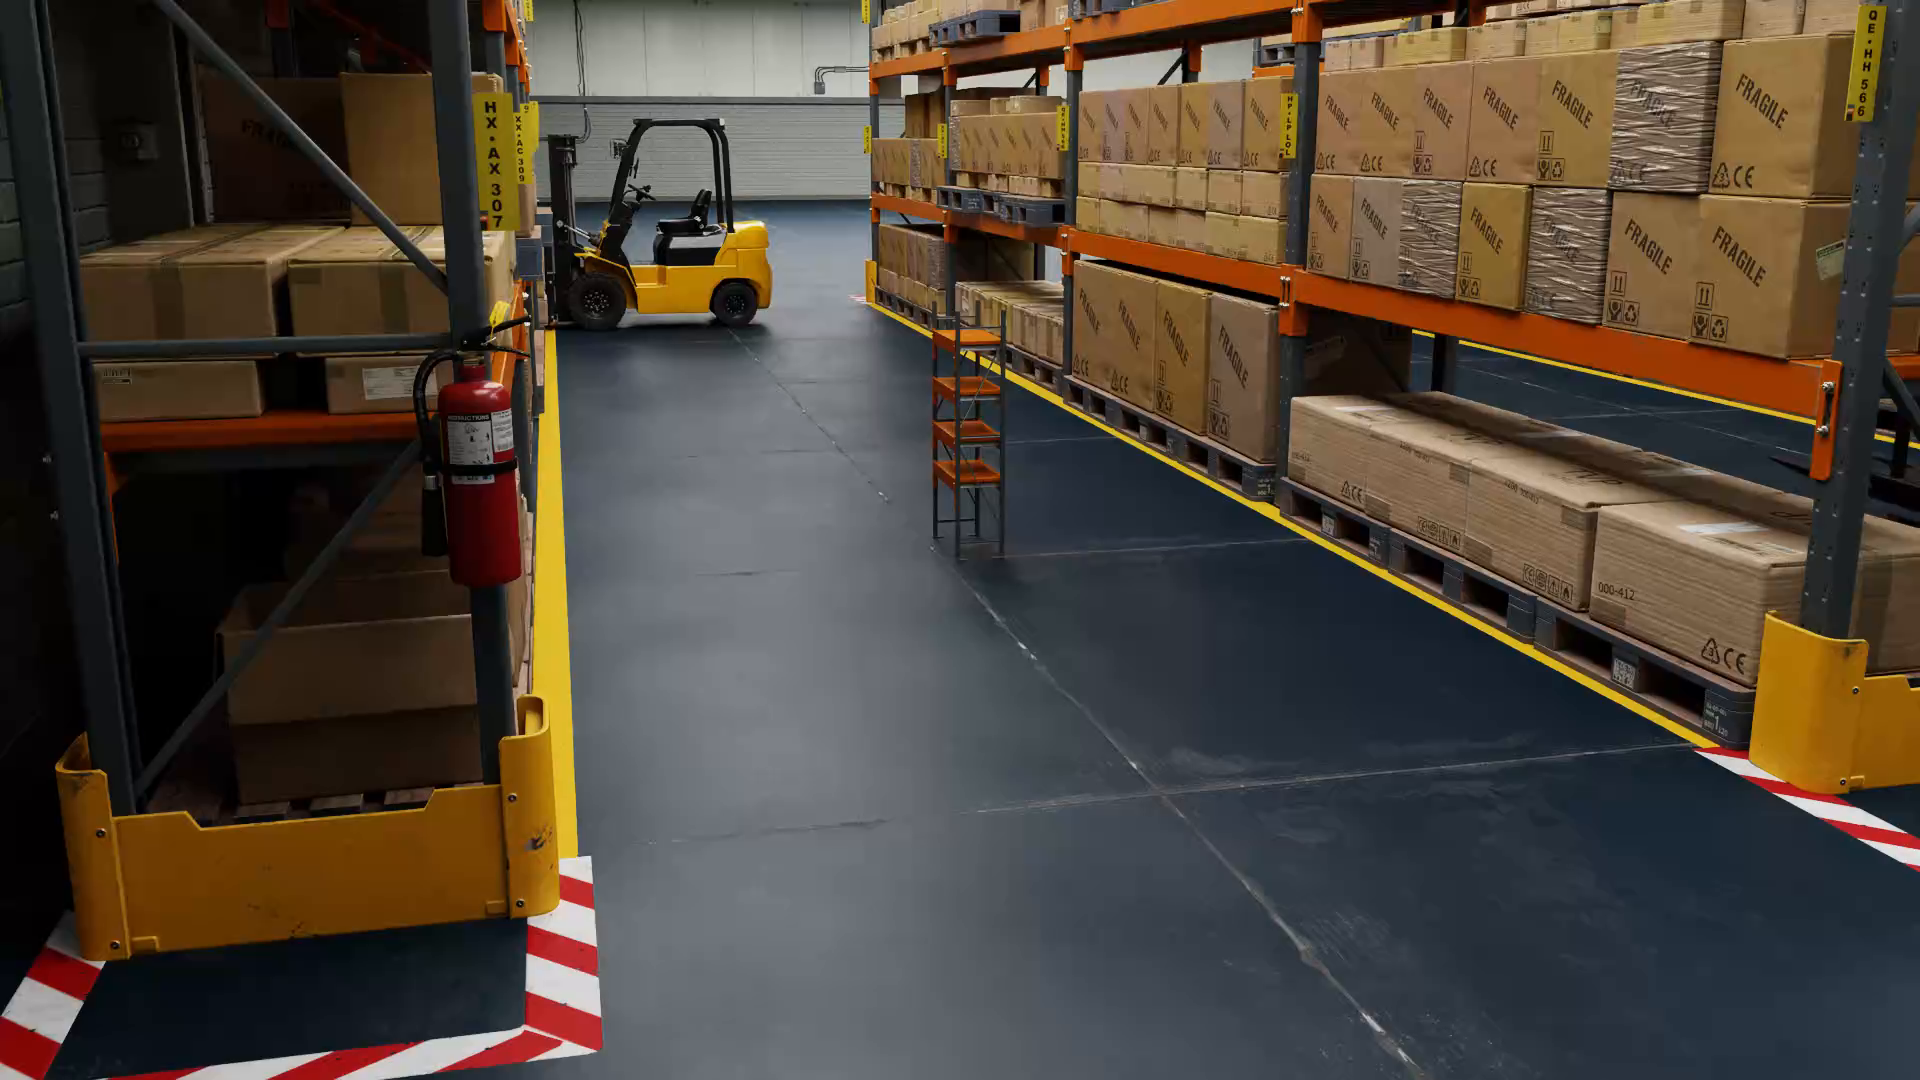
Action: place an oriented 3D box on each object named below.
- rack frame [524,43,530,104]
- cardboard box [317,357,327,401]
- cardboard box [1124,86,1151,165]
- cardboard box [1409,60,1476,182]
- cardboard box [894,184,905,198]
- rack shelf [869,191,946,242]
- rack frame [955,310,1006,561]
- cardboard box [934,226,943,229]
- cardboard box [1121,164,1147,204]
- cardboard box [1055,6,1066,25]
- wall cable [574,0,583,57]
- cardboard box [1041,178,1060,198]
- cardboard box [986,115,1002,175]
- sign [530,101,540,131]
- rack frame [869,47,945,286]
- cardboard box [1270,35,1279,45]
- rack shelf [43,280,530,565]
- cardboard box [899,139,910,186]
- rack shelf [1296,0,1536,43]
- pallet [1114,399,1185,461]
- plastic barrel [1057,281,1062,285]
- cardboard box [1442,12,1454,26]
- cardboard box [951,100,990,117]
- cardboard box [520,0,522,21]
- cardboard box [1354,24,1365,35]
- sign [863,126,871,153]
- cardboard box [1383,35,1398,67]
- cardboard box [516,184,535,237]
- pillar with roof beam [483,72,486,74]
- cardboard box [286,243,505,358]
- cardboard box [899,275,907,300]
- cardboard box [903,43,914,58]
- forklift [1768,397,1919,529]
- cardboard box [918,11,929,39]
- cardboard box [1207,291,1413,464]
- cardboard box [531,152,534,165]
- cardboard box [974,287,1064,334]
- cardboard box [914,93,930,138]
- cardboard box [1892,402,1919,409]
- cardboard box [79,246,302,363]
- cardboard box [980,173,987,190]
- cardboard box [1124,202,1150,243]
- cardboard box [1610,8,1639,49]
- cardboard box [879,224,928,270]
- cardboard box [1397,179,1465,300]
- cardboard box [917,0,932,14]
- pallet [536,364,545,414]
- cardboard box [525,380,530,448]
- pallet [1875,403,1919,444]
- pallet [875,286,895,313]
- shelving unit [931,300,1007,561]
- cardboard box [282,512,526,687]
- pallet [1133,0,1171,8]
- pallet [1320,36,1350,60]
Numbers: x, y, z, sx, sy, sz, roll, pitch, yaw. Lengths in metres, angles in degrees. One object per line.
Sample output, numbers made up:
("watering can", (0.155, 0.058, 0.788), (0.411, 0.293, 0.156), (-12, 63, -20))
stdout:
("rack frame", (-5.407, -4.151, 19.098), (1.000, 3.000, 0.127), (-3, 14, -13))
("cardboard box", (-1.564, -0.485, 4.622), (0.380, 0.149, 0.250), (-3, 14, -12))
("cardboard box", (1.407, -2.756, 11.070), (0.500, 0.500, 0.500), (-3, 14, -12))
("cardboard box", (2.334, -1.836, 7.303), (0.500, 0.500, 0.500), (-3, 14, -12))
("cardboard box", (-0.539, -3.975, 18.905), (0.380, 0.149, 0.250), (-3, 14, -12))
("rack shelf", (-0.113, -3.618, 18.431), (1.077, 0.370, 4.000), (-3, 14, -13))
("rack frame", (0.096, -0.488, 7.898), (0.240, 1.200, 0.015), (-3, 14, -13))
("cardboard box", (-0.015, -3.371, 19.233), (0.500, 0.500, 0.500), (-3, 14, -11))
("cardboard box", (1.400, -2.388, 11.142), (0.500, 0.250, 0.500), (-3, 14, -13))
("cardboard box", (0.952, -4.036, 12.836), (0.380, 0.149, 0.250), (-3, 14, -13))
("wall cable", (-9.942, -15.624, 49.321), (3.097, 2.526, 0.112), (-3, 14, -13))
("cardboard box", (0.857, -2.785, 13.153), (0.380, 0.149, 0.250), (-3, 14, -12))
("cardboard box", (0.540, -3.431, 14.427), (0.500, 0.500, 0.500), (-4, 14, -15))
("sign", (-4.876, -4.856, 19.043), (0.100, 0.325, 0.005), (-3, 14, -13))
("rack frame", (-0.583, -4.429, 20.234), (1.000, 3.000, 0.127), (-3, 14, -13))
("cardboard box", (4.035, -6.160, 20.434), (0.380, 0.149, 0.250), (-3, 14, -13))
("rack shelf", (-2.119, -0.572, 5.964), (1.077, 0.370, 4.000), (-3, 14, -13))
("cardboard box", (-0.368, -4.143, 18.229), (0.500, 0.500, 0.500), (-4, 14, -14))
("rack shelf", (2.705, -2.307, 6.744), (1.077, 0.370, 4.000), (-3, 14, -13))
("pallet", (1.691, -0.762, 11.100), (1.003, 0.211, 1.213), (-3, 14, -13))
("plastic barrel", (1.374, -2.785, 18.935), (0.512, 0.421, 0.421), (7, 15, 26))
("cardboard box", (5.044, -5.296, 16.653), (0.258, 0.266, 0.396), (-4, 14, -14))
("cardboard box", (0.123, -4.090, 15.758), (0.380, 0.149, 0.250), (-3, 14, -13))
("cardboard box", (-4.426, -5.100, 15.755), (0.500, 0.311, 0.500), (-3, 14, -12))
("cardboard box", (4.567, -5.636, 18.288), (0.380, 0.149, 0.250), (-3, 14, -13))
("sign", (-1.110, -4.819, 20.007), (0.100, 0.325, 0.005), (-3, 14, -13))
("cardboard box", (2.234, -2.308, 7.868), (0.380, 0.149, 0.250), (-3, 14, -14))
("cardboard box", (-2.485, -1.760, 8.213), (0.700, 0.500, 0.500), (-3, 14, -12))
("pillar with roof beam", (-8.980, -14.015, 46.833), (9.100, 9.000, 0.400), (-3, 14, -13))
("cardboard box", (-1.494, -0.651, 4.462), (0.500, 0.250, 0.500), (-3, 14, -13))
("cardboard box", (-0.409, -2.852, 18.690), (0.500, 0.250, 0.500), (-2, 14, -9))
("cardboard box", (-0.412, -5.313, 18.062), (0.380, 0.149, 0.250), (-4, 14, -15))
("forklift", (5.133, -1.337, 7.725), (1.130, 2.935, 3.031), (-2, 14, -8))
("cardboard box", (-0.128, -5.238, 16.916), (0.500, 0.250, 0.500), (-4, 14, -14))
("cardboard box", (2.012, -0.971, 9.673), (0.875, 0.875, 0.875), (-3, 14, -11))
("cardboard box", (-4.923, -3.981, 18.189), (0.500, 0.500, 0.500), (-3, 14, -11))
("cardboard box", (0.655, -2.147, 15.546), (0.950, 0.372, 0.625), (-2, 14, -10))
("cardboard box", (-0.139, -4.885, 19.156), (0.700, 0.500, 0.500), (-3, 14, -13))
("cardboard box", (6.605, -1.106, 11.016), (0.500, 0.500, 0.500), (-4, 14, -14))
("cardboard box", (-2.015, -0.623, 4.346), (0.500, 0.250, 0.500), (-3, 14, -12))
("cardboard box", (0.390, -3.262, 15.103), (0.380, 0.149, 0.250), (-3, 14, -12))
("cardboard box", (1.422, -2.145, 11.201), (0.500, 0.250, 0.500), (-3, 14, -11))
("cardboard box", (2.659, -1.895, 6.181), (0.380, 0.149, 0.250), (-3, 14, -14))
("cardboard box", (-0.656, -3.454, 19.575), (0.500, 0.500, 0.500), (-4, 14, -15))
("cardboard box", (2.316, -1.355, 7.441), (0.500, 0.500, 0.500), (-3, 14, -13))
("cardboard box", (-0.228, -5.463, 16.995), (0.380, 0.149, 0.250), (-3, 14, -12))
("pallet", (-3.683, -1.143, 12.661), (1.003, 0.211, 1.213), (-3, 14, -13))
("cardboard box", (-2.731, -0.734, 9.495), (0.500, 0.500, 0.500), (-4, 14, -15))
("pallet", (6.839, -0.785, 11.194), (1.003, 0.211, 1.213), (-3, 14, -13))
("pallet", (-0.408, -2.867, 19.718), (1.003, 0.211, 1.213), (-3, 14, -13))
("shelving unit", (0.039, -0.545, 8.128), (0.258, 1.200, 0.503), (-3, 14, -13))
("cardboard box", (-1.863, 0.204, 5.652), (0.700, 0.500, 0.500), (-3, 14, -11))
("pallet", (1.764, -3.545, 10.695), (1.003, 0.211, 1.213), (-3, 14, -11))
("pallet", (4.680, -5.689, 19.261), (1.003, 0.211, 1.213), (-3, 14, -13))
